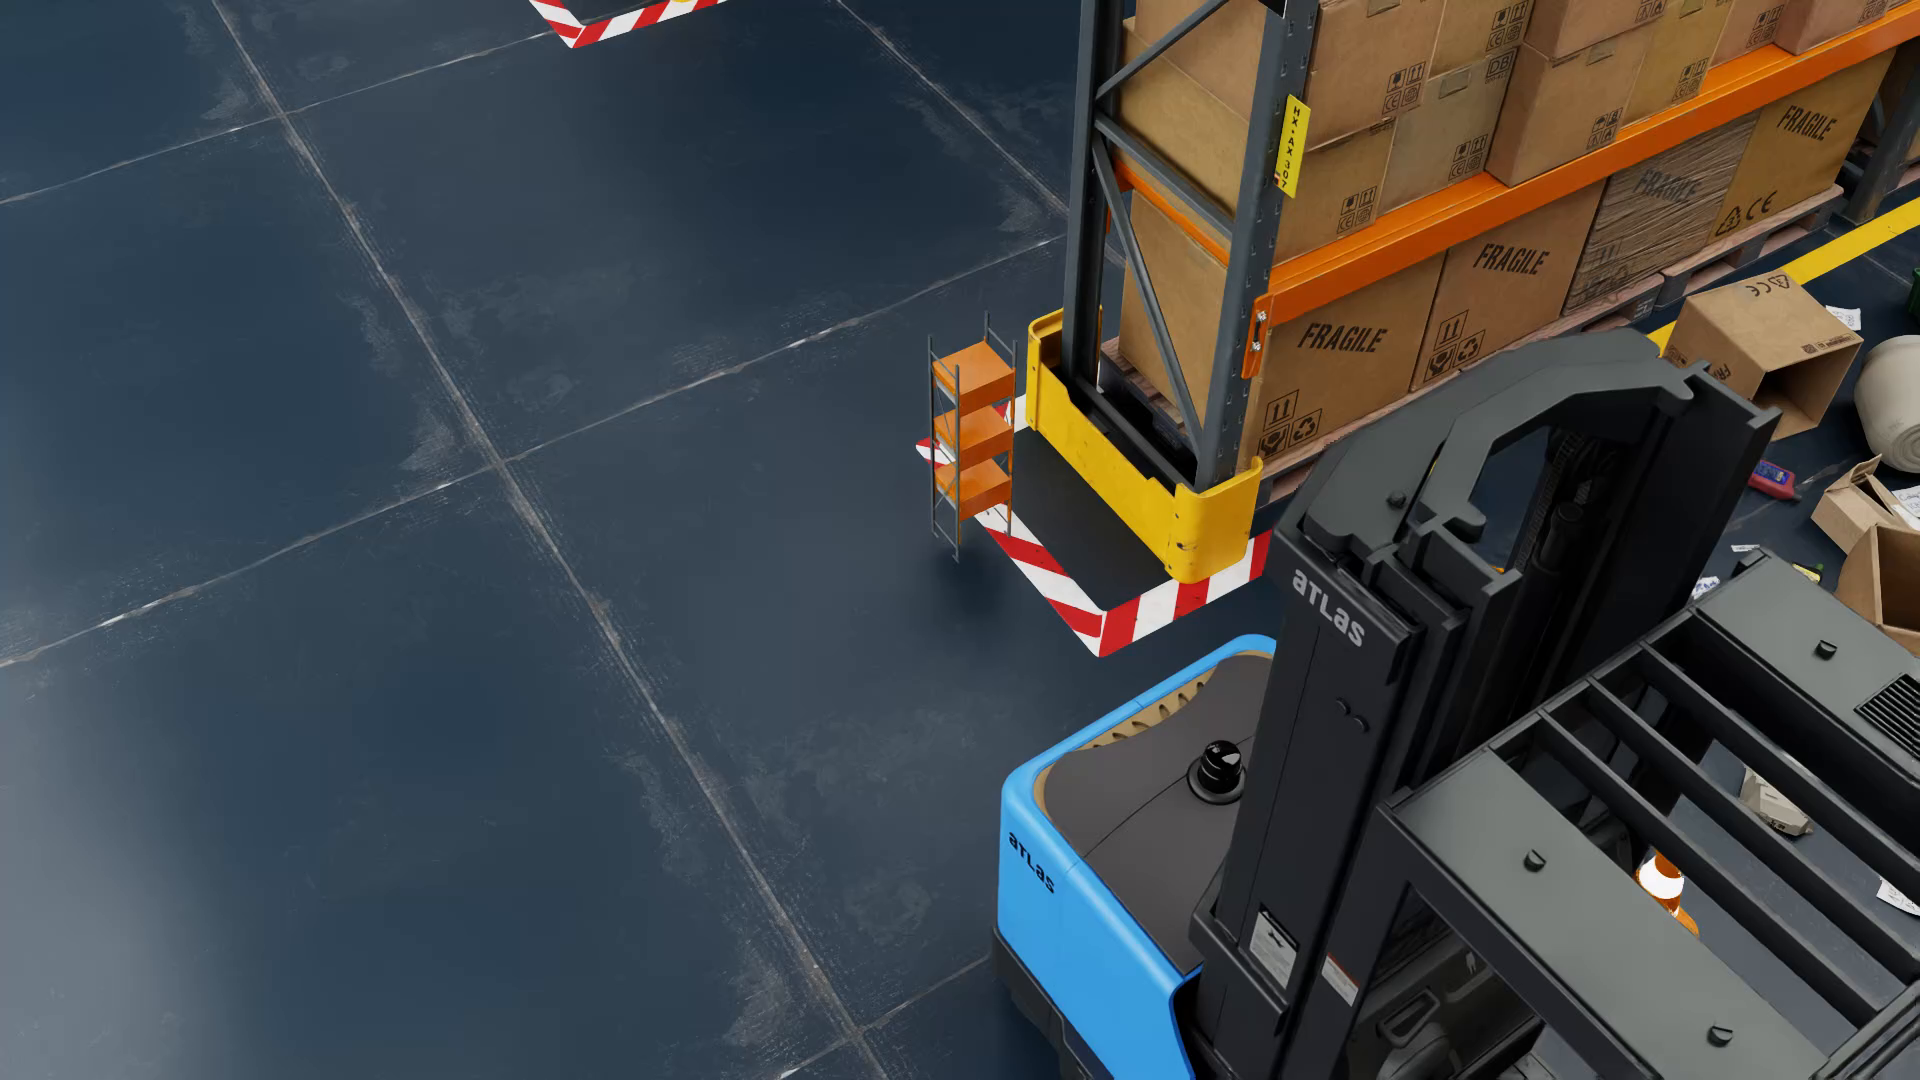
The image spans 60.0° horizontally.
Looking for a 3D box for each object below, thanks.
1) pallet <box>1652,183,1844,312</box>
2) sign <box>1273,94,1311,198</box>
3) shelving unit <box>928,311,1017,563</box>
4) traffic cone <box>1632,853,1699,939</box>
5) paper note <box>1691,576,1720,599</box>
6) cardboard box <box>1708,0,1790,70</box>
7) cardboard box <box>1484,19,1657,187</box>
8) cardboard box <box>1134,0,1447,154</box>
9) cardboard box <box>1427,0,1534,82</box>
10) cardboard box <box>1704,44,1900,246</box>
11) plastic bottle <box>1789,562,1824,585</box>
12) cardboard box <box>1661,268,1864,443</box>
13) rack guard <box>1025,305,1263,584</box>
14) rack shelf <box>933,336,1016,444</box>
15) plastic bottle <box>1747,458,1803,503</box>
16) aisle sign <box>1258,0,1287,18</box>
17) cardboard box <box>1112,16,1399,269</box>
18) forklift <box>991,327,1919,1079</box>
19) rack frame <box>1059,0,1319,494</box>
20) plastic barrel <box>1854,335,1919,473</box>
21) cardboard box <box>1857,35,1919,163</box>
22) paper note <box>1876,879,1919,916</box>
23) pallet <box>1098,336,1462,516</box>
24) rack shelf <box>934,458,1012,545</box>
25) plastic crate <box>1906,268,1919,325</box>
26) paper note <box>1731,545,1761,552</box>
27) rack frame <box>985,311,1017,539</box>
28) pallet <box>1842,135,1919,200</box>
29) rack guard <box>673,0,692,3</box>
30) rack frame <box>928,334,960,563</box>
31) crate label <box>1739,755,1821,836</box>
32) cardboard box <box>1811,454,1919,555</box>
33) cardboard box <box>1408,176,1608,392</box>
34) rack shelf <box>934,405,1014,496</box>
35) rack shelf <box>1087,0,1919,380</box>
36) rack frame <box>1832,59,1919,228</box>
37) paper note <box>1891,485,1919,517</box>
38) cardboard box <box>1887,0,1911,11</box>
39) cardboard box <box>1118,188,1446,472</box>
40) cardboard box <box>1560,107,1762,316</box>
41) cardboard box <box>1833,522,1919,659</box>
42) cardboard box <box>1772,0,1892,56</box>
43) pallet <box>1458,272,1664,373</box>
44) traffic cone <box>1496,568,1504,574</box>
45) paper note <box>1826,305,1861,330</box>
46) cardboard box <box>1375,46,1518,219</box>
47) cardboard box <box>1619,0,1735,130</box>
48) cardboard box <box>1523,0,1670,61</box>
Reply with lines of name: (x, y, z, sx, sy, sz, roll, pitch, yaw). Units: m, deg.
pallet: (3.431, -1.664, 8.036, 1.213, 0.211, 1.003, -25, 53, -21)
sign: (1.024, -1.213, 5.134, 0.005, 0.325, 0.100, -25, 53, -21)
shelving unit: (0.045, -0.370, 6.322, 0.252, 1.050, 0.215, -25, 53, -21)
traffic cone: (2.255, 1.127, 5.382, 0.334, 0.463, 0.336, -25, 53, -21)
paper note: (2.930, 0.201, 6.497, 0.142, 0.017, 0.144, -9, 49, -8)
cardboard box: (2.837, -2.366, 6.694, 0.550, 0.550, 0.875, -25, 53, -21)
cardboard box: (2.016, -1.855, 6.238, 0.550, 0.550, 0.875, -25, 53, -21)
cardboard box: (1.067, -1.784, 5.452, 0.550, 0.550, 0.875, -25, 53, -21)
cardboard box: (1.483, -2.061, 5.699, 0.550, 0.550, 0.875, -25, 53, -21)
cardboard box: (3.546, -2.072, 7.673, 0.875, 0.875, 0.875, -24, 53, -20)
plastic bottle: (3.277, 0.171, 6.502, 0.133, 0.061, 0.283, 30, 55, 24)
cardboard box: (3.350, -0.748, 7.025, 0.500, 0.500, 0.500, -17, 51, -15)
rack guard: (0.712, -0.411, 6.726, 0.348, 0.500, 1.175, -25, 53, -21)
rack shelf: (0.045, -0.552, 6.118, 0.240, 0.259, 0.215, -25, 53, -21)
plastic bottle: (3.352, -0.252, 6.879, 0.283, 0.061, 0.133, 30, 55, 24)
aisle sign: (0.833, -1.898, 4.636, 0.004, 0.787, 0.394, -25, 53, -21)
cardboard box: (1.022, -1.478, 5.902, 0.550, 0.550, 0.875, -25, 53, -21)
forklift: (1.355, 1.109, 3.745, 1.130, 2.935, 3.031, -28, 54, -22)
rack frame: (0.733, -1.251, 5.801, 0.127, 3.000, 1.000, -25, 53, -21)
plastic barrel: (3.975, -0.568, 6.917, 0.421, 0.421, 0.512, 6, 49, 5)
cardboard box: (4.593, -2.541, 8.175, 0.750, 0.750, 1.050, -25, 53, -21)
paper note: (3.197, 1.188, 5.617, 0.148, 0.019, 0.142, 30, 55, 24)
pallet: (1.367, -0.692, 7.170, 1.213, 0.211, 1.003, -25, 53, -21)
rack shelf: (0.045, -0.179, 6.538, 0.240, 0.259, 0.215, -25, 53, -21)
plastic crate: (4.668, -1.033, 7.451, 0.662, 0.188, 0.450, -2, 38, -1)
paper note: (3.154, 0.032, 6.660, 0.123, 0.001, 0.032, -2, 48, -1)
rack frame: (0.148, -0.419, 6.365, 0.008, 1.050, 0.200, -25, 53, -21)
pallet: (4.728, -2.273, 8.578, 1.213, 0.211, 1.003, -25, 53, -21)
rack guard: (-1.764, -3.623, 9.587, 0.348, 0.500, 1.175, -25, 53, -21)
rack frame: (-0.058, -0.322, 6.279, 0.008, 1.050, 0.200, -25, 53, -21)
crate label: (2.887, 0.883, 5.818, 0.250, 0.136, 0.298, 21, 52, 18)
cardboard box: (3.645, -0.088, 6.596, 0.258, 0.266, 0.396, -17, 51, -15)
cardboard box: (2.014, -1.348, 7.029, 0.875, 0.875, 0.875, -26, 53, -21)
rack shelf: (0.045, -0.363, 6.330, 0.240, 0.259, 0.215, -25, 53, -21)
rack shelf: (2.424, -1.809, 6.780, 4.000, 0.370, 1.077, -25, 53, -21)
rack frame: (4.116, -2.845, 7.221, 0.127, 3.000, 1.000, -25, 53, -21)
paper note: (3.944, -0.158, 6.821, 0.155, 0.023, 0.172, -9, 49, -8)
cardboard box: (3.810, -2.741, 7.027, 0.550, 0.550, 0.875, -25, 53, -21)
cardboard box: (1.271, -0.996, 6.716, 0.875, 0.875, 0.875, -25, 53, -21)
cardboard box: (2.786, -1.710, 7.351, 0.875, 0.875, 0.875, -25, 53, -21)
cardboard box: (3.594, 0.366, 6.032, 0.797, 0.503, 0.637, 13, 50, 12)
cardboard box: (3.357, -2.507, 6.819, 0.550, 0.550, 0.875, -25, 53, -21)
pallet: (2.398, -1.175, 7.601, 1.213, 0.211, 1.003, -25, 53, -21)
traffic cone: (1.940, 0.278, 6.138, 0.334, 0.463, 0.336, -25, 53, -21)
paper note: (4.030, -1.018, 7.581, 0.147, 0.020, 0.142, 13, 50, 12)
cardboard box: (1.476, -1.711, 6.110, 0.550, 0.550, 0.875, -25, 53, -21)
cardboard box: (2.443, -2.092, 6.449, 0.500, 0.550, 0.875, -25, 53, -21)
cardboard box: (2.029, -2.199, 5.821, 0.550, 0.550, 0.875, -25, 53, -21)
